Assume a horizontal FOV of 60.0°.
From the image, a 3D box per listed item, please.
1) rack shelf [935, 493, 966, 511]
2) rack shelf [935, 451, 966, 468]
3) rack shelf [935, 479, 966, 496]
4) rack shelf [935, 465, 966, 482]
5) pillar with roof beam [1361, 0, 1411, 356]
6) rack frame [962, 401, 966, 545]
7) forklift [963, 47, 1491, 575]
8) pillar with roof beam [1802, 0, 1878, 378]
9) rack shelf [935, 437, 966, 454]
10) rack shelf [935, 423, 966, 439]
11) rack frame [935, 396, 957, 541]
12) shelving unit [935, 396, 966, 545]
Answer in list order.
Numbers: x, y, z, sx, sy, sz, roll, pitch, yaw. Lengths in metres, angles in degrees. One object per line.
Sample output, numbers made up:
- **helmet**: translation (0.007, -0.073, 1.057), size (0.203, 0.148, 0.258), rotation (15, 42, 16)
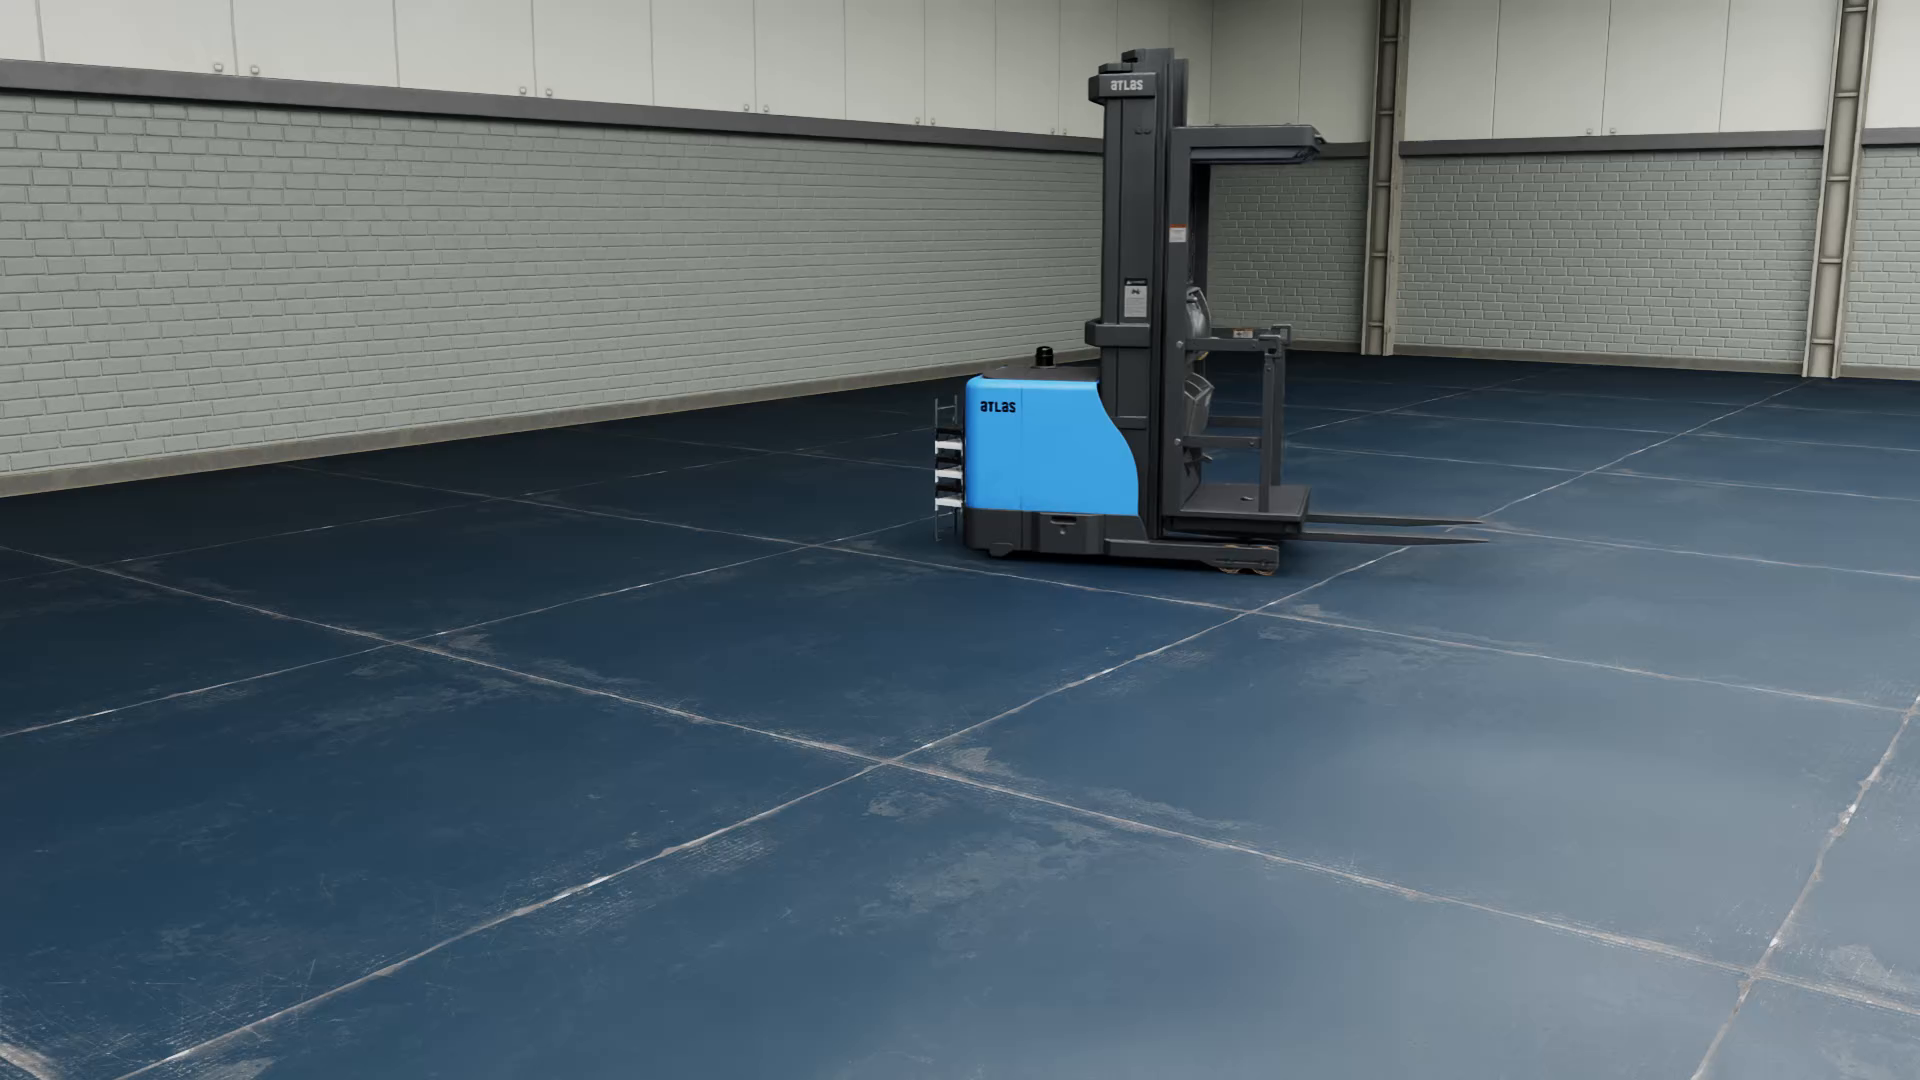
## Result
- **rack shelf**: translation (-0.002, -0.232, 10.480), size (0.200, 0.077, 0.258), rotation (7, 13, 33)
- **rack shelf**: translation (-0.002, -0.497, 10.429), size (0.200, 0.077, 0.258), rotation (7, 13, 33)
- **rack shelf**: translation (-0.002, -0.320, 10.463), size (0.200, 0.077, 0.258), rotation (7, 13, 33)
- **rack shelf**: translation (-0.002, -0.408, 10.446), size (0.200, 0.077, 0.258), rotation (7, 13, 33)
- **pillar with roof beam**: translation (3.697, -6.538, 20.631), size (0.400, 9.000, 9.100), rotation (8, 13, 36)
- **rack frame**: translation (0.082, -0.430, 10.385), size (0.006, 0.900, 0.240), rotation (7, 13, 33)
- **forklift**: translation (1.594, -1.348, 9.783), size (3.031, 2.935, 1.130), rotation (3, 11, 14)
- **pillar with roof beam**: translation (8.533, -5.863, 17.145), size (0.400, 9.000, 9.100), rotation (8, 13, 36)
- **rack shelf**: translation (-0.002, -0.585, 10.412), size (0.200, 0.077, 0.258), rotation (7, 13, 33)
- **rack shelf**: translation (-0.002, -0.673, 10.395), size (0.200, 0.077, 0.258), rotation (7, 13, 33)
- **rack frame**: translation (-0.087, -0.452, 10.495), size (0.006, 0.900, 0.240), rotation (7, 13, 33)
- **shelving unit**: translation (-0.002, -0.441, 10.440), size (0.210, 0.900, 0.258), rotation (7, 13, 33)
